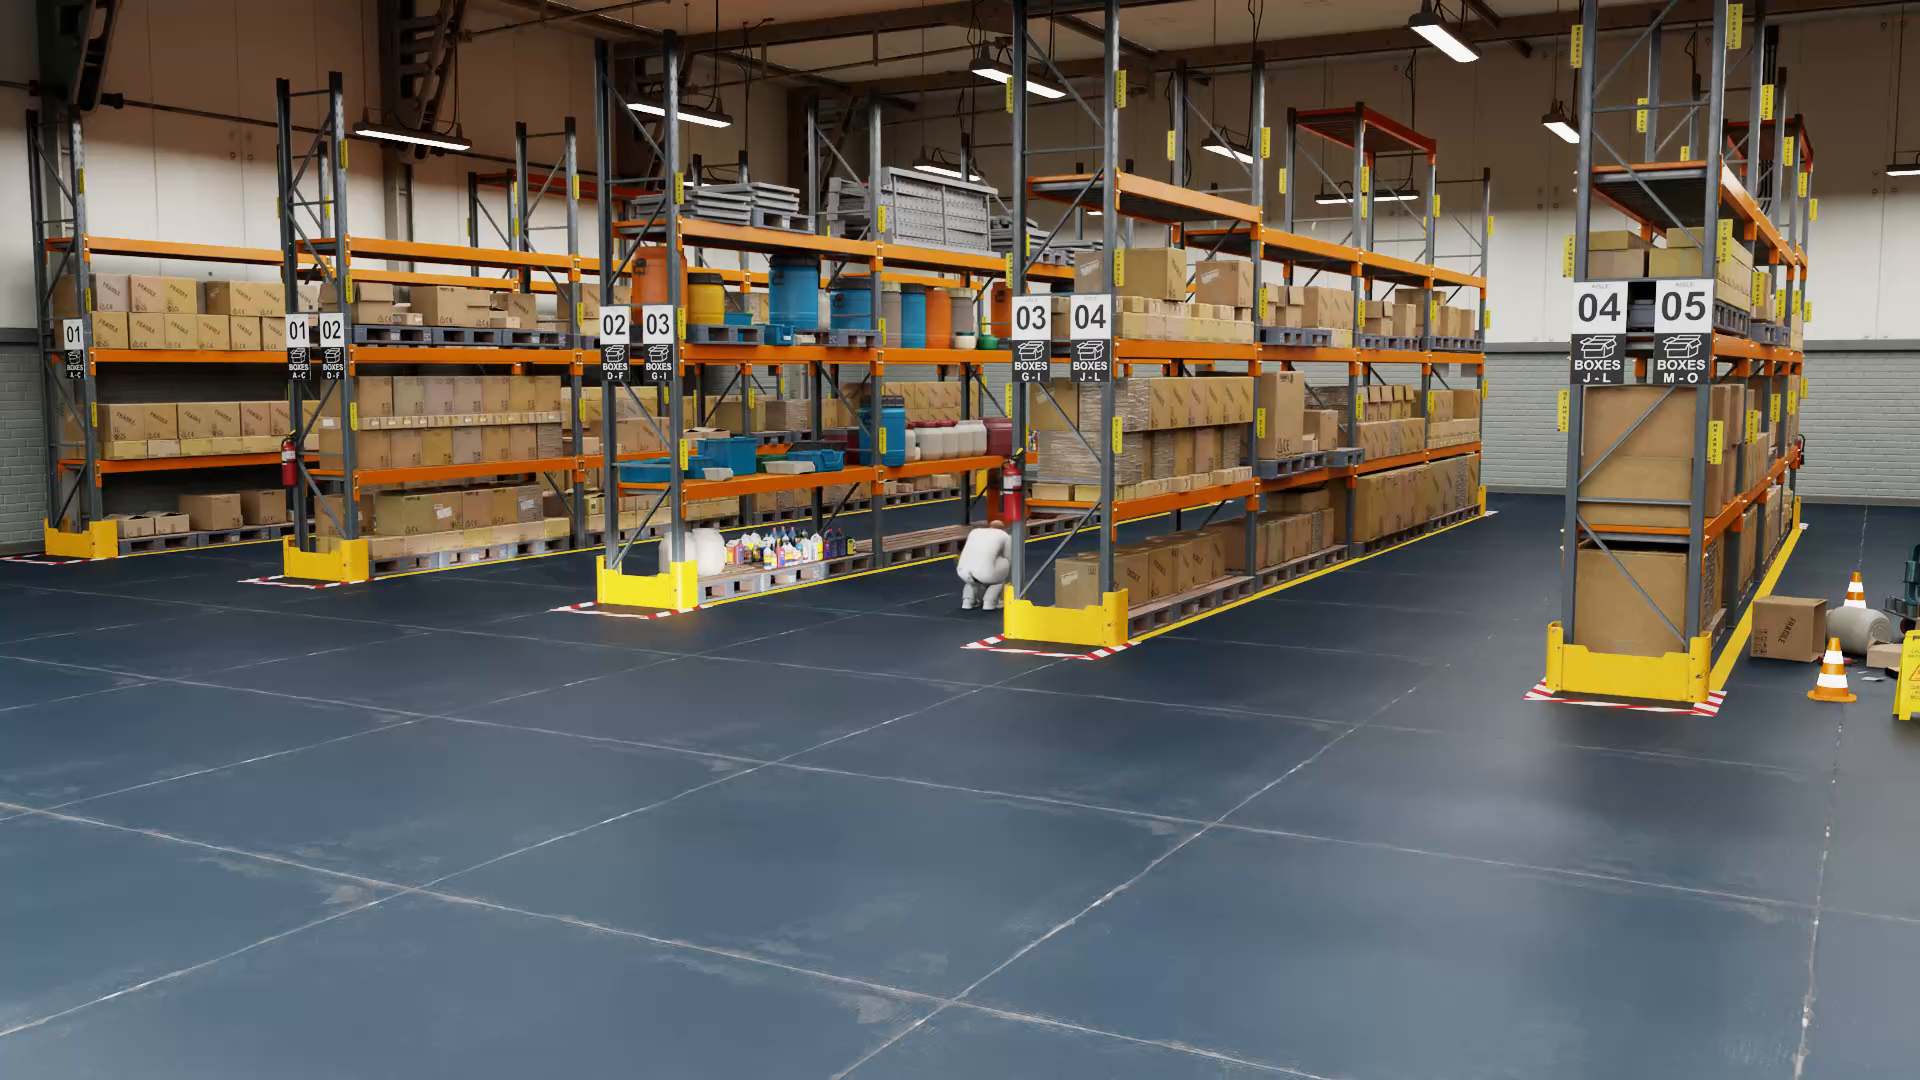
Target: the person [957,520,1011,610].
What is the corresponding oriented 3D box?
[{"bbox_3d":[0.293,0.266,17.780,0.601,0.906,0.906,3,7,29],"label":"person"}]
